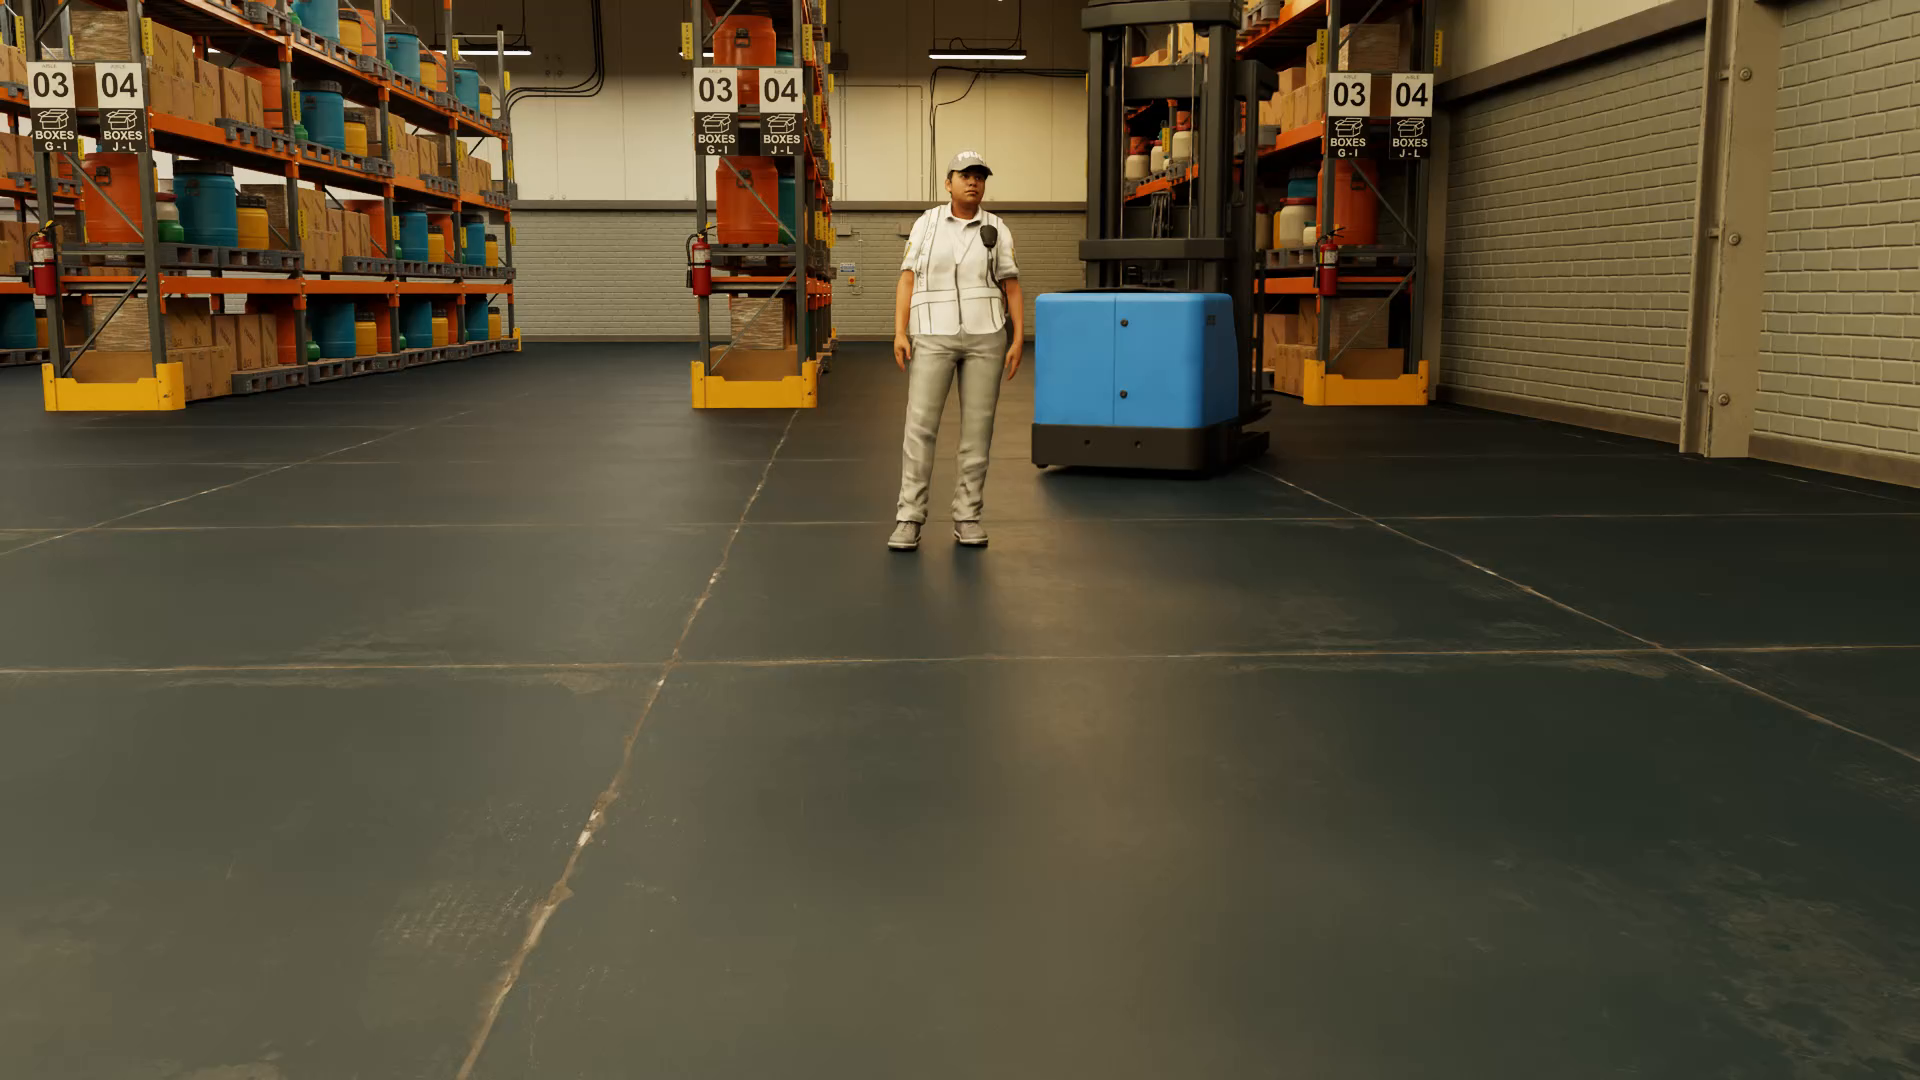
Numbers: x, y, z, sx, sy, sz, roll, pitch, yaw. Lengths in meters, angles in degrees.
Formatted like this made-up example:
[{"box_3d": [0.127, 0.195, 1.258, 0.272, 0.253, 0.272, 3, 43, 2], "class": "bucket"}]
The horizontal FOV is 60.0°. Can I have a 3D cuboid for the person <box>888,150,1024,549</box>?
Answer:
[{"box_3d": [-0.018, -0.821, 7.109, 0.599, 1.670, 0.529, -1, 8, -4], "class": "person"}]

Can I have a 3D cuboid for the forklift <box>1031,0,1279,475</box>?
[{"box_3d": [1.432, -2.007, 10.846, 1.130, 2.935, 3.031, 3, 9, 21], "class": "forklift"}]
